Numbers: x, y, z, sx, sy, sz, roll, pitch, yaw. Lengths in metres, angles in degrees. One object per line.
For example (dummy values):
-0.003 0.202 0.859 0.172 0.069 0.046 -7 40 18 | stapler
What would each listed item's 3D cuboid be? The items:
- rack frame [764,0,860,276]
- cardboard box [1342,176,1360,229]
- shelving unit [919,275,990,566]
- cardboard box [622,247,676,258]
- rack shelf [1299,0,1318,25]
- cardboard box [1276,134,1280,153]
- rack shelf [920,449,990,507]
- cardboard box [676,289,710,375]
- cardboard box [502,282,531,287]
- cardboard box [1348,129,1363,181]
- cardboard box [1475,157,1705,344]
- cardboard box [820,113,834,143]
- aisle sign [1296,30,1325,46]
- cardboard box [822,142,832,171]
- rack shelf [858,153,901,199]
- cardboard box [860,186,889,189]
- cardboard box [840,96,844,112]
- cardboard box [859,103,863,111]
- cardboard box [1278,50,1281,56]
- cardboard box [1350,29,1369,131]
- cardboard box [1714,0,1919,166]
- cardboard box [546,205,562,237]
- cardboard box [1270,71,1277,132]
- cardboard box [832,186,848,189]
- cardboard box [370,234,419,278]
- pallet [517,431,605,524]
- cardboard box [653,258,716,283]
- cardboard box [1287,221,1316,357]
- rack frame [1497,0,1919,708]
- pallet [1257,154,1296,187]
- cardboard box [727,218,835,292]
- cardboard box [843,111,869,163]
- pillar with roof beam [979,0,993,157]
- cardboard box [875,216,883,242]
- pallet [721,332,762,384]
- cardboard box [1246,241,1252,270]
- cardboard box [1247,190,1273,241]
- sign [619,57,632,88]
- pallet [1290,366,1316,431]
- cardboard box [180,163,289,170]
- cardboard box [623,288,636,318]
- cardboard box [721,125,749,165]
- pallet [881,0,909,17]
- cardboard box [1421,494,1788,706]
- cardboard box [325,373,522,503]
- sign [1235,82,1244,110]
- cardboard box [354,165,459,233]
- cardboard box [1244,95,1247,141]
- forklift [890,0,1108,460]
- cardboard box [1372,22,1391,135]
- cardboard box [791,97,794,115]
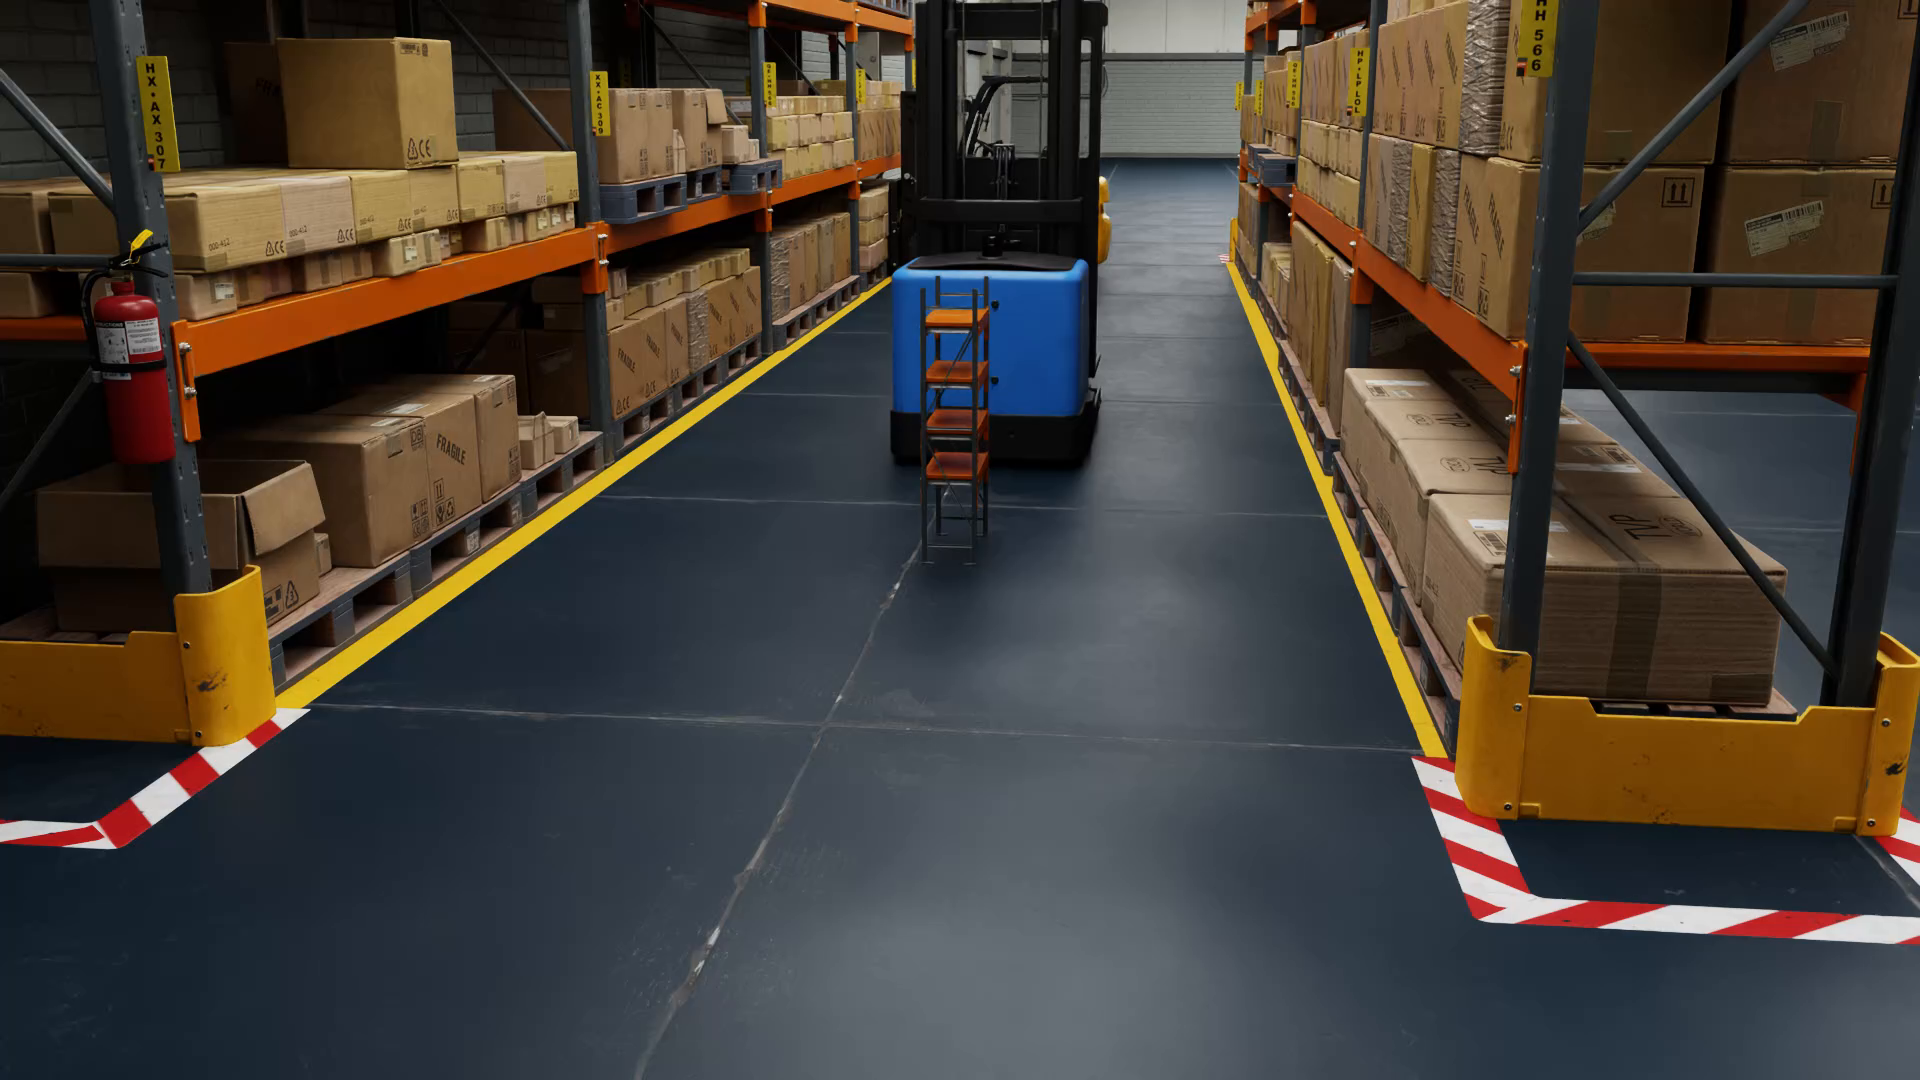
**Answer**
-1.519 -3.947 16.514 1.000 3.000 0.127 2 15 6 | rack frame
2.311 -1.779 8.781 0.500 0.250 0.500 1 15 5 | cardboard box
-0.019 -0.536 7.347 0.258 1.200 0.503 2 15 6 | shelving unit
-2.339 -2.093 12.398 0.380 0.149 0.250 2 15 9 | cardboard box
2.737 -3.347 9.924 1.077 0.370 4.000 2 15 6 | rack shelf
2.761 -3.213 13.476 0.380 0.149 0.250 2 15 7 | cardboard box
-0.019 -0.280 7.416 0.258 0.148 0.480 2 15 6 | rack shelf
-1.968 -1.389 11.038 0.500 0.500 0.500 1 15 4 | cardboard box
-2.621 -1.485 10.147 0.380 0.149 0.250 1 15 4 | cardboard box
2.319 -2.018 8.707 0.500 0.250 0.500 2 15 6 | cardboard box
1.851 -0.871 4.945 0.500 0.500 0.500 2 15 7 | cardboard box
-1.434 -3.715 14.986 0.500 0.250 0.500 2 15 7 | cardboard box
4.160 -6.102 19.502 0.394 0.787 0.004 2 15 6 | aisle sign
-1.453 -3.478 15.066 0.500 0.250 0.500 2 15 7 | cardboard box
-1.293 -4.119 18.526 1.077 0.370 4.000 2 15 6 | rack shelf
-0.973 -3.819 18.588 0.500 0.250 0.500 1 15 5 | cardboard box
-1.337 -4.214 16.064 0.380 0.149 0.250 2 15 8 | cardboard box
-1.194 -4.451 16.942 0.380 0.149 0.250 2 15 8 | cardboard box
4.024 -5.375 19.117 0.700 0.500 0.500 1 15 5 | cardboard box
2.312 -2.382 8.616 0.500 0.500 0.500 2 15 8 | cardboard box
2.397 -1.337 4.753 0.500 0.500 0.500 1 15 5 | cardboard box
-2.214 -1.593 8.288 0.380 0.149 0.250 2 15 8 | cardboard box
2.903 -3.692 14.005 0.500 0.500 0.500 1 15 4 | cardboard box
-1.494 -3.832 18.635 0.500 0.250 0.500 1 15 5 | cardboard box
-2.368 -1.124 6.552 0.380 0.149 0.250 1 15 5 | cardboard box
-2.500 -0.348 8.546 1.003 0.211 1.213 2 15 6 | pallet
-1.923 -1.878 11.602 0.380 0.149 0.250 2 15 8 | cardboard box
2.802 -1.765 11.709 0.875 0.875 0.875 2 15 6 | cardboard box
2.060 -0.690 4.467 1.000 3.000 0.127 2 15 6 | rack frame
2.937 -2.860 12.860 1.213 0.211 1.003 2 15 6 | pallet
-1.662 -2.667 15.524 0.875 0.625 0.625 2 15 6 | cardboard box
-1.209 -4.103 16.898 0.500 0.500 0.500 1 15 5 | cardboard box
4.944 -13.825 41.549 9.100 9.000 0.400 2 15 6 | pillar with roof beam
-1.103 -3.311 17.666 0.500 0.250 0.500 2 15 6 | cardboard box
-2.092 -1.371 12.329 1.003 0.211 1.213 2 15 6 | pallet
3.263 -2.977 17.389 0.500 0.250 0.500 1 15 5 | cardboard box
3.326 -3.465 17.757 0.500 0.500 0.500 3 15 9 | cardboard box
-2.522 -3.484 12.583 0.100 0.325 0.005 2 15 6 | sign
2.658 -0.901 10.589 1.003 0.211 1.213 2 15 6 | pallet
-2.905 -1.431 6.925 0.500 0.250 0.500 2 15 6 | cardboard box
-2.145 -1.408 9.864 0.380 0.149 0.250 1 15 3 | cardboard box
-1.767 -2.757 11.595 0.500 0.250 0.500 1 15 4 | cardboard box
-1.173 -6.208 19.295 1.003 0.211 1.213 2 15 6 | pallet
2.035 0.170 5.390 0.875 0.438 0.875 1 15 4 | cardboard box
-2.457 -0.477 7.663 0.700 0.500 0.500 1 15 4 | cardboard box
3.326 -5.273 19.760 0.100 0.325 0.005 2 15 6 | sign
-2.407 -1.412 6.854 0.500 0.250 0.500 1 15 5 | cardboard box
3.481 -4.782 18.840 0.500 0.500 0.500 2 15 8 | cardboard box
0.315 -2.182 10.118 1.130 2.935 3.031 2 15 7 | forklift
2.217 -2.142 7.730 0.500 0.500 0.500 2 15 7 | cardboard box
-1.593 -3.616 13.855 0.380 0.149 0.250 2 15 7 | cardboard box
